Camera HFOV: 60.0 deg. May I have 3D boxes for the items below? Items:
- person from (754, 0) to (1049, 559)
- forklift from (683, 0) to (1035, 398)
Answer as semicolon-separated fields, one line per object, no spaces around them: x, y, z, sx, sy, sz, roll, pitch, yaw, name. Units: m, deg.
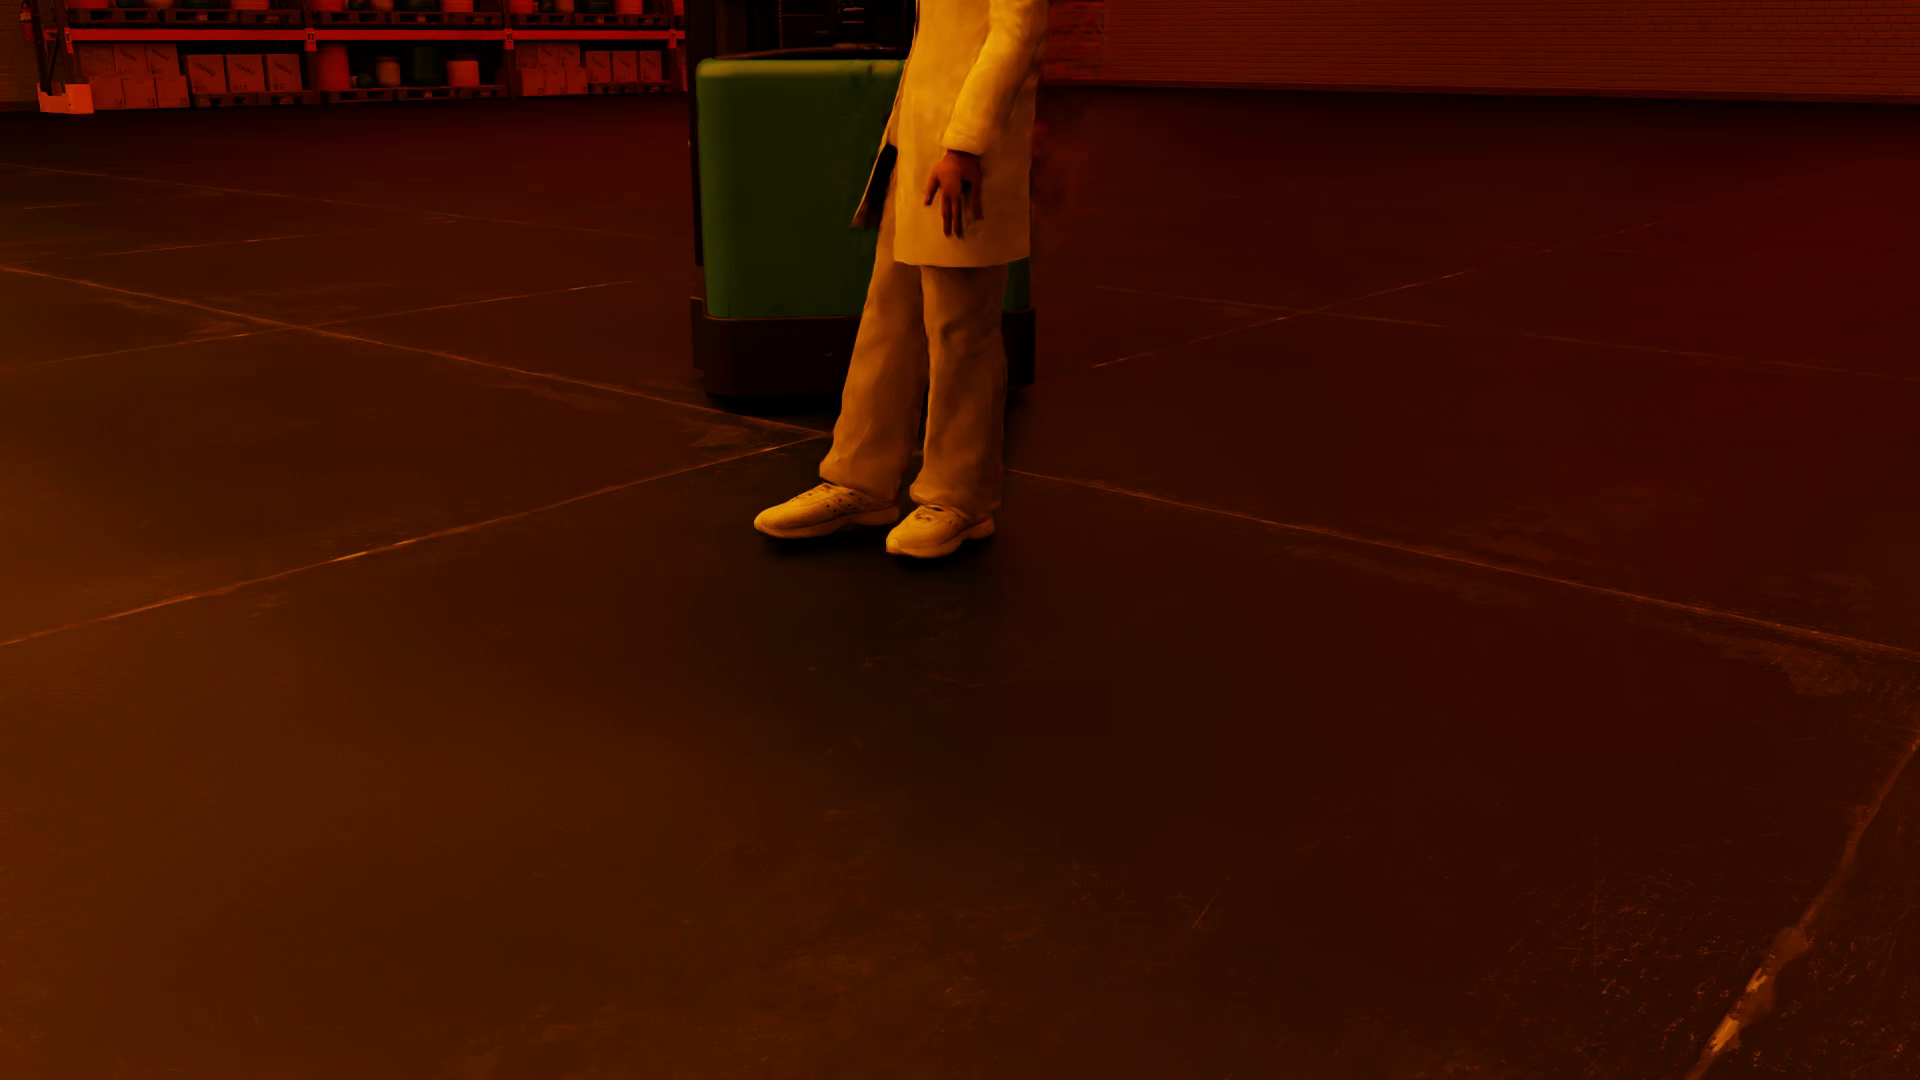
-0.145;-0.851;3.664;0.672;1.778;0.693;-3;17;-9;person
-0.503;-2.233;6.251;1.130;2.935;3.031;-3;17;-9;forklift
